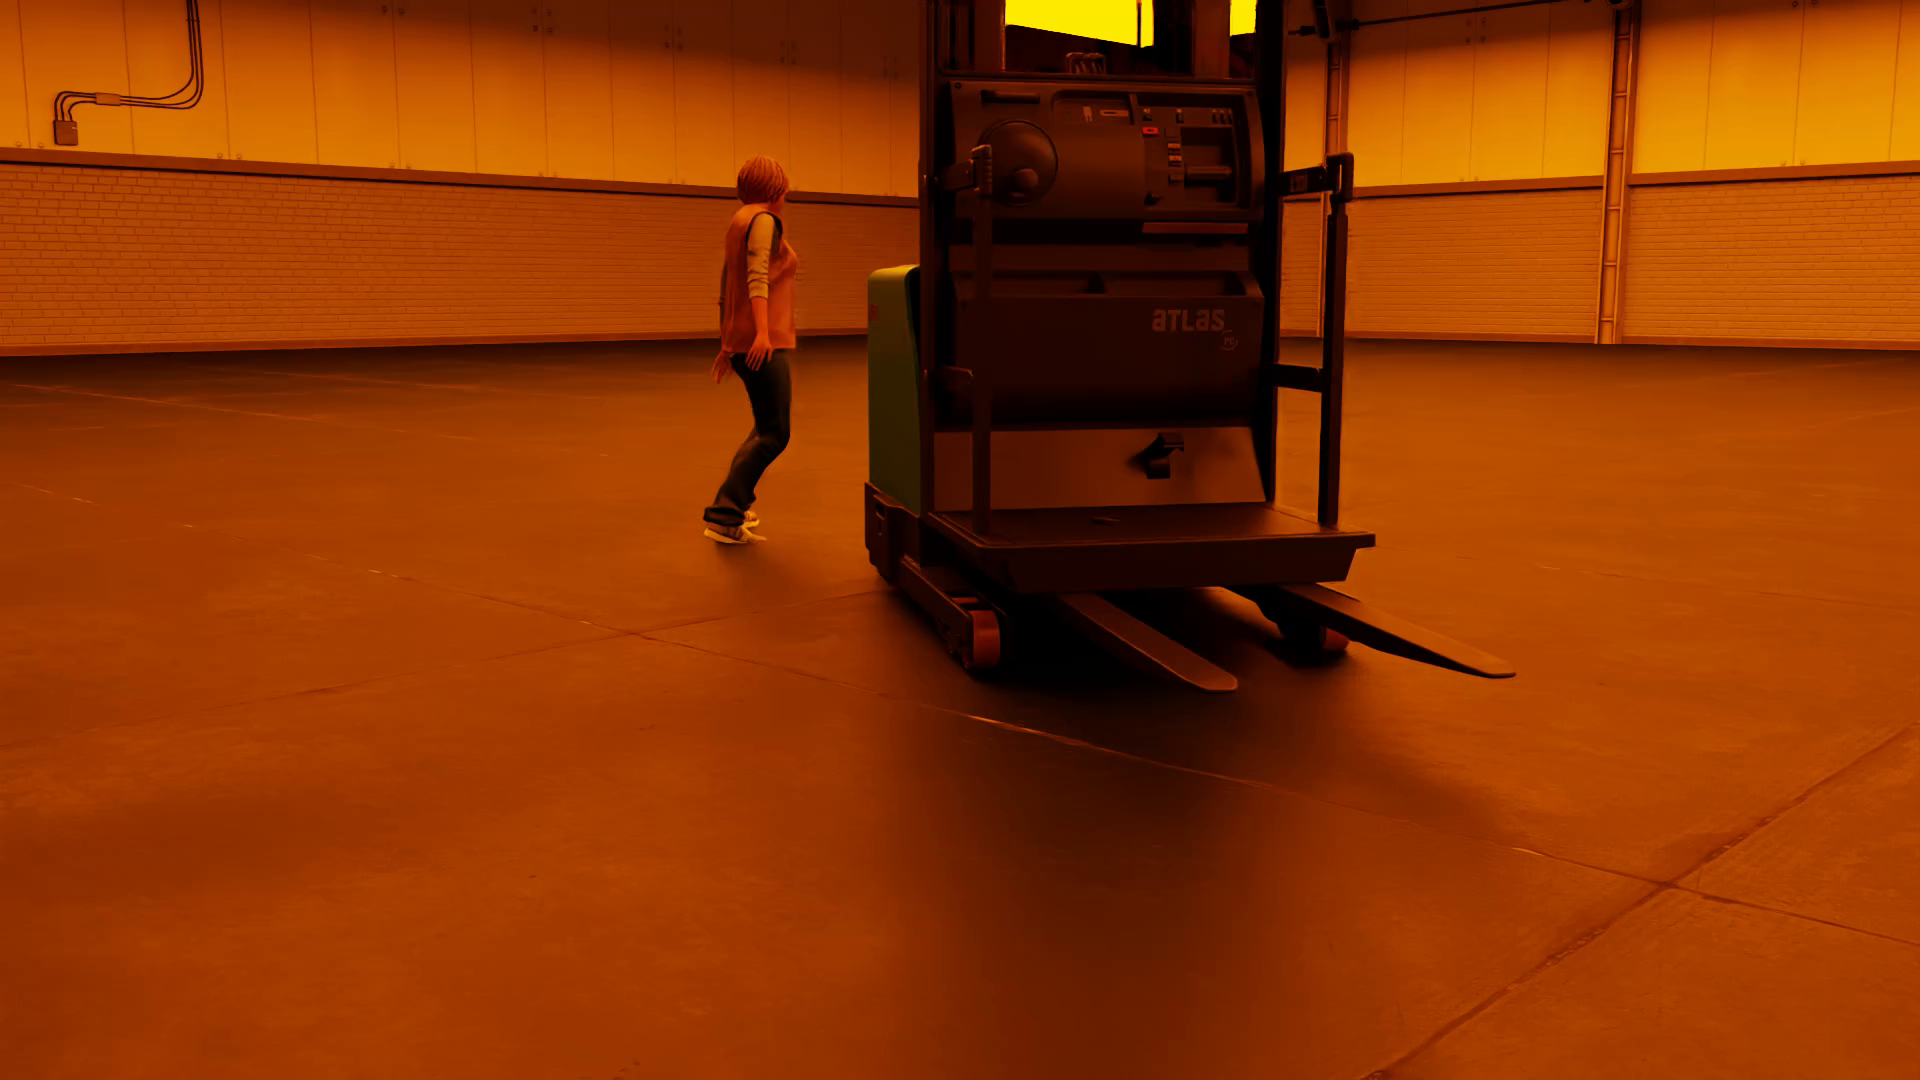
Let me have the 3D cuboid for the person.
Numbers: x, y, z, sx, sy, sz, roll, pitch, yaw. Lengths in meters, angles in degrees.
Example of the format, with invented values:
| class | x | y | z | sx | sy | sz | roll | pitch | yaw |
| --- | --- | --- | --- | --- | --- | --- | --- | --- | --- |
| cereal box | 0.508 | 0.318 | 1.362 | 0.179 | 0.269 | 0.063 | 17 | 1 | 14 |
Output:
| class | x | y | z | sx | sy | sz | roll | pitch | yaw |
| --- | --- | --- | --- | --- | --- | --- | --- | --- | --- |
| person | -0.862 | -0.753 | 6.690 | 0.420 | 1.571 | 0.745 | -3 | 9 | -19 |

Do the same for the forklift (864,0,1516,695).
| class | x | y | z | sx | sy | sz | roll | pitch | yaw |
| --- | --- | --- | --- | --- | --- | --- | --- | --- | --- |
| forklift | 0.479 | -1.163 | 4.600 | 1.130 | 2.935 | 3.031 | -2 | 9 | -13 |
